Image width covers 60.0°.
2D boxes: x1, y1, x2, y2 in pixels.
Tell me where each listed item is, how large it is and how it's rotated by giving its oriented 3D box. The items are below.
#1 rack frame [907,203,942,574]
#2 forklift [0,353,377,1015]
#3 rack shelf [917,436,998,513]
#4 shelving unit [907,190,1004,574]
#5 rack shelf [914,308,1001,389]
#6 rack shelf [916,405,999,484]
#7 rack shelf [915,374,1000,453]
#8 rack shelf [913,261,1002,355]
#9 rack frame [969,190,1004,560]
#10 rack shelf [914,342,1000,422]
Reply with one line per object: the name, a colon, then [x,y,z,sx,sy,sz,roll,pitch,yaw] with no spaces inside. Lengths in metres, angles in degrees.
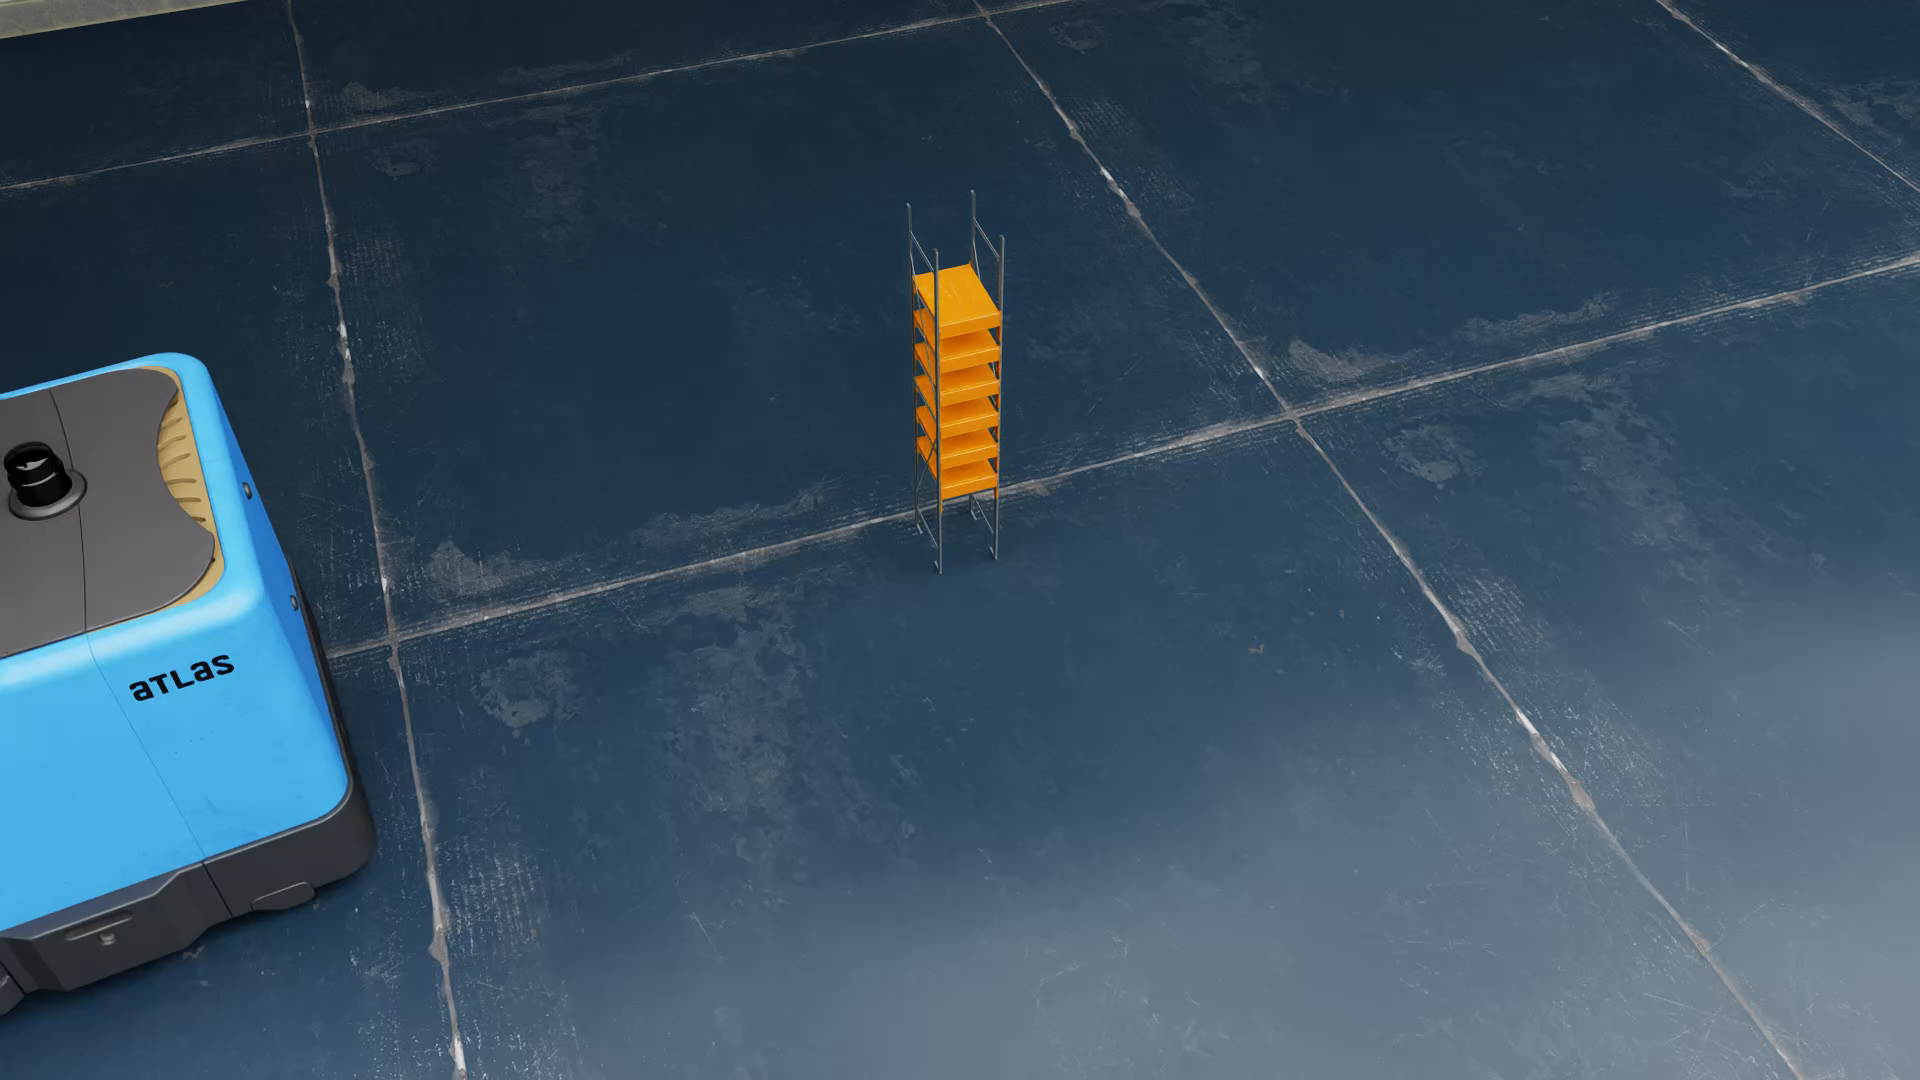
rack frame: [-0.100,-0.398,4.800,0.006,1.200,0.240,-14,47,-14]
forklift: [-3.085,-0.013,3.193,3.031,2.935,1.130,-19,48,-18]
rack shelf: [-0.014,-0.219,5.023,0.180,0.103,0.258,-14,47,-14]
shelving unit: [-0.014,-0.420,4.822,0.189,1.200,0.258,-14,47,-14]
rack shelf: [-0.014,-0.558,4.683,0.180,0.103,0.258,-14,47,-14]
rack shelf: [-0.014,-0.304,4.938,0.180,0.103,0.258,-14,47,-14]
rack shelf: [-0.014,-0.389,4.853,0.180,0.103,0.258,-14,47,-14]
rack shelf: [-0.014,-0.643,4.598,0.180,0.103,0.258,-14,47,-14]
rack frame: [0.072,-0.442,4.843,0.006,1.200,0.240,-14,47,-14]
rack shelf: [-0.014,-0.473,4.768,0.180,0.103,0.258,-14,47,-14]
